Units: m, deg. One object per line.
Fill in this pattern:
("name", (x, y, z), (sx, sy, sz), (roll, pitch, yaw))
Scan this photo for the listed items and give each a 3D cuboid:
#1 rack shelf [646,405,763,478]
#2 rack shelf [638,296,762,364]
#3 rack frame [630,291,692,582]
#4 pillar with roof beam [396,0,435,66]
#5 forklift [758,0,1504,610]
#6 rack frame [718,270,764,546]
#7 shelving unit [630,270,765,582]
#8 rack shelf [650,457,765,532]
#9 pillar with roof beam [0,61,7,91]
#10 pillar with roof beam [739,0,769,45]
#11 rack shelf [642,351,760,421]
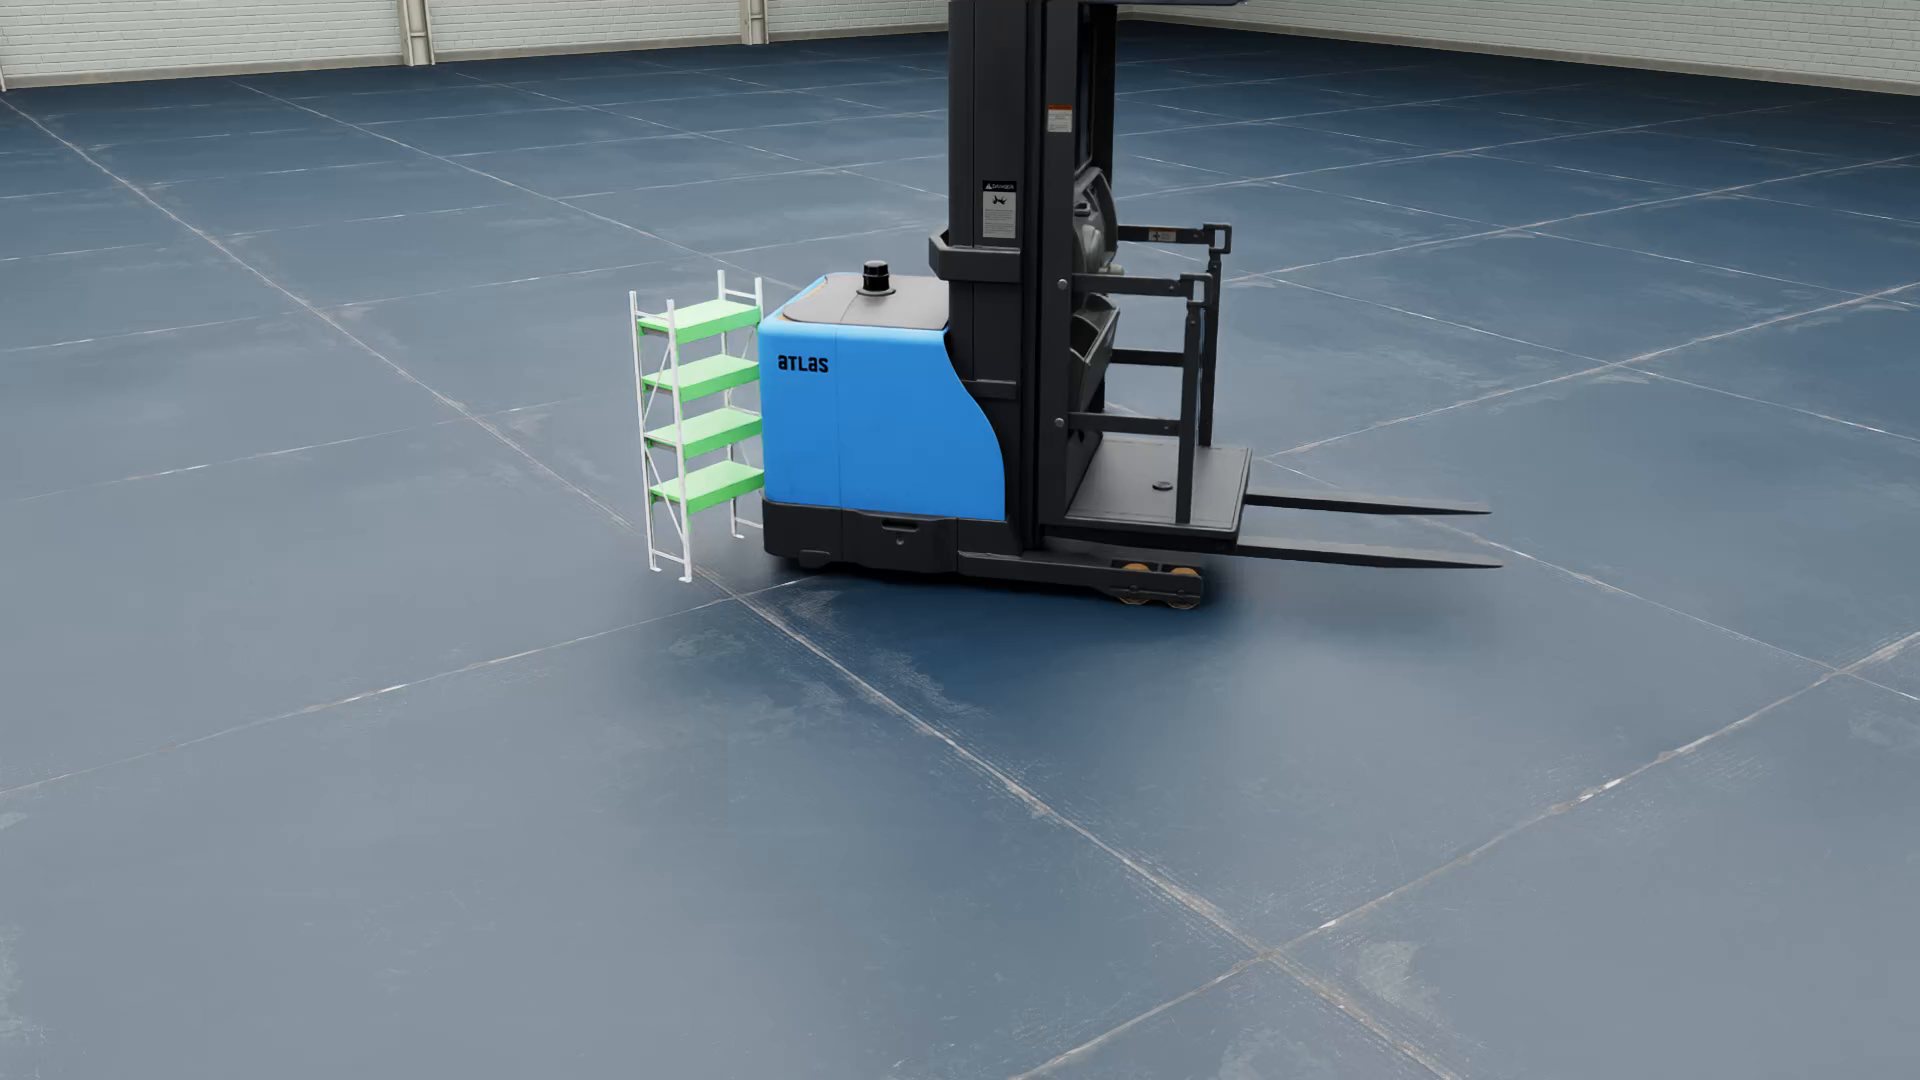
("rack shelf", (-1.072, -0.421, 7.005), (0.258, 0.148, 0.480), (16, 27, 35))
("rack shelf", (-1.072, -0.867, 6.827), (0.258, 0.148, 0.480), (16, 27, 35))
("rack frame", (-1.222, -0.409, 6.803), (0.240, 1.200, 0.015), (16, 27, 35))
("pillar with roof beam", (-5.980, -10.361, 21.220), (0.400, 9.000, 9.100), (-15, 26, -33))
("forklift", (0.735, -1.297, 6.692), (3.031, 2.935, 1.130), (5, 22, 12))
("rack frame", (-0.921, -0.551, 7.159), (0.240, 1.200, 0.015), (16, 27, 35))
("shelving unit", (-1.072, -0.480, 6.981), (0.258, 1.200, 0.503), (16, 27, 35))
("rack shelf", (-1.072, -0.198, 7.094), (0.258, 0.148, 0.480), (16, 27, 35))
("pillar with roof beam", (-10.850, -9.063, 17.966), (0.400, 9.000, 9.100), (-15, 26, -33))
("pillar with roof beam", (-1.109, -11.660, 24.475), (0.400, 9.000, 9.100), (-15, 26, -33))
("rack shelf", (-1.072, -0.644, 6.916), (0.258, 0.148, 0.480), (16, 27, 35))
